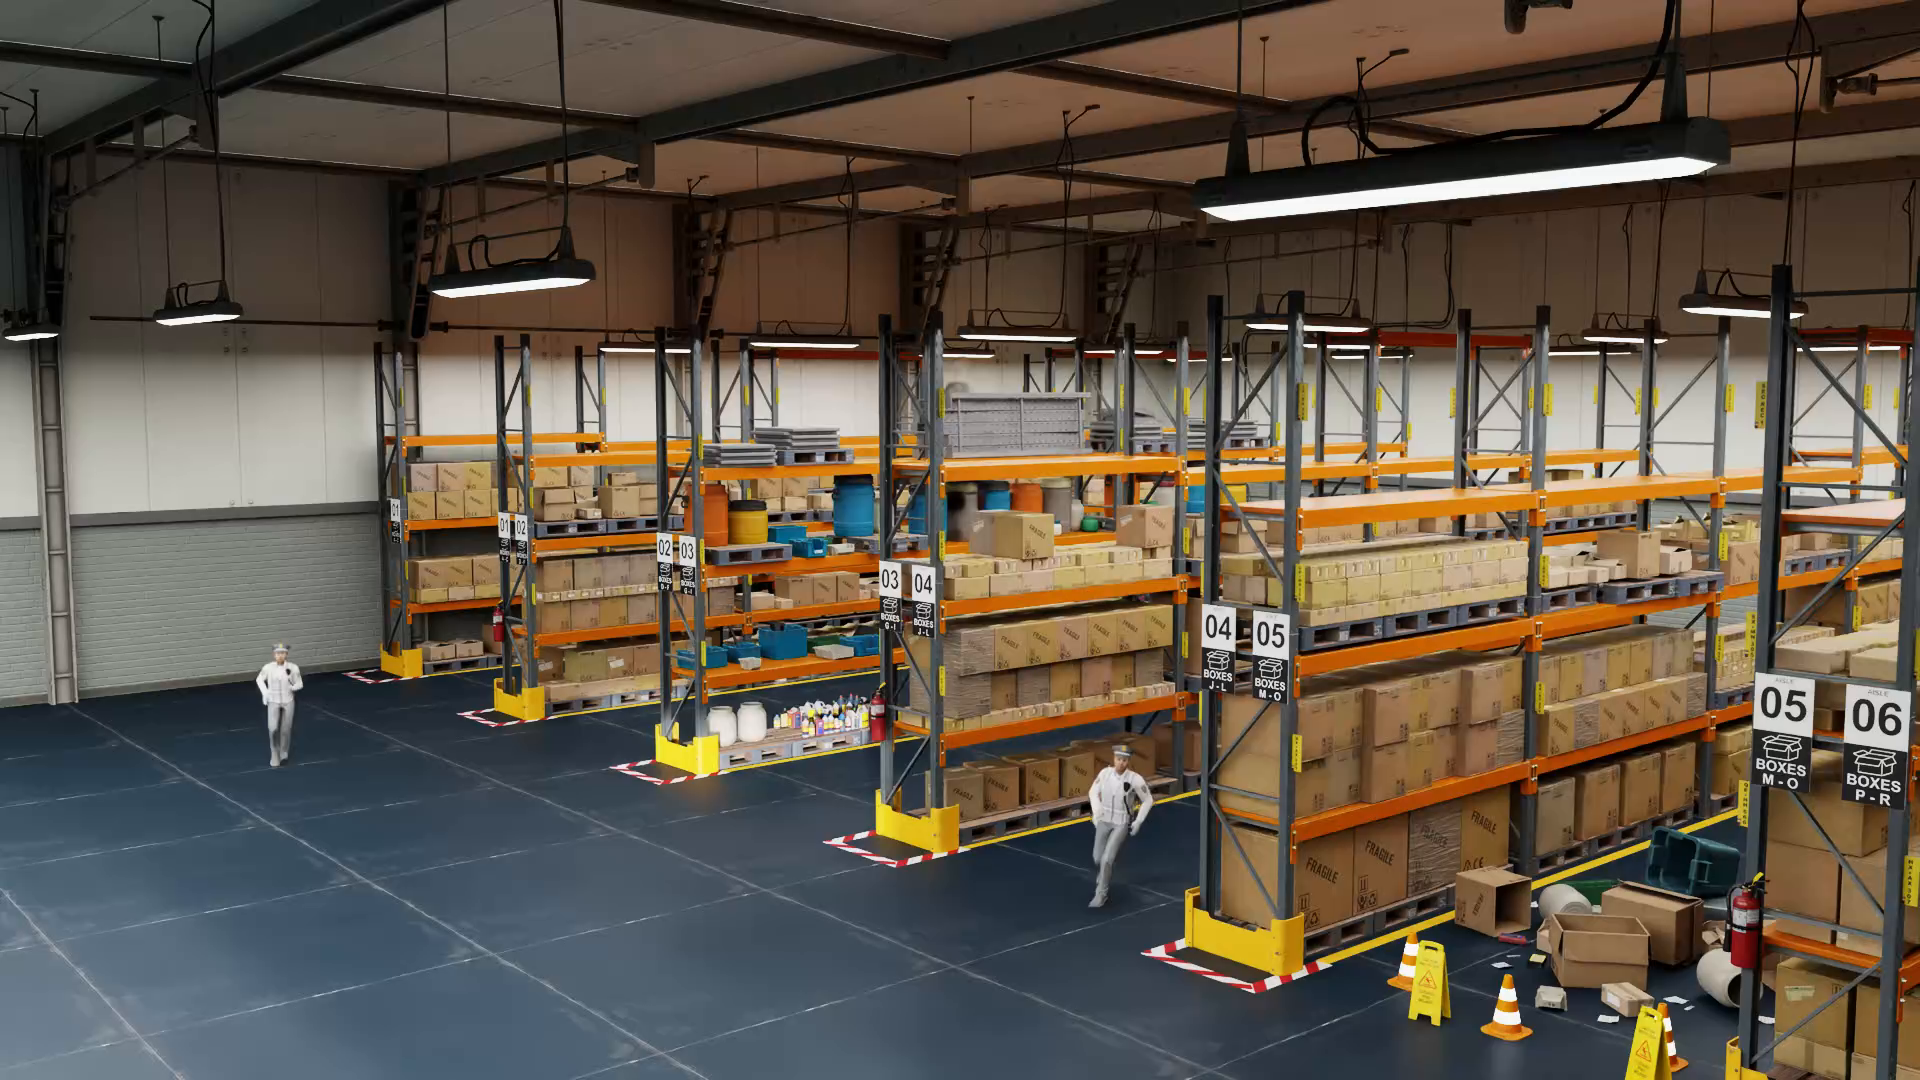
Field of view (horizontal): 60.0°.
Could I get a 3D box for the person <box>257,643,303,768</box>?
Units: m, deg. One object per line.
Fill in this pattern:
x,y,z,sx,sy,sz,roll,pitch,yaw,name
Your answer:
-9.312,2.259,22.797,0.588,1.716,0.695,-2,6,-23,person

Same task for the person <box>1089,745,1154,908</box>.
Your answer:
1.628,2.841,16.743,0.666,1.657,0.651,2,6,22,person
